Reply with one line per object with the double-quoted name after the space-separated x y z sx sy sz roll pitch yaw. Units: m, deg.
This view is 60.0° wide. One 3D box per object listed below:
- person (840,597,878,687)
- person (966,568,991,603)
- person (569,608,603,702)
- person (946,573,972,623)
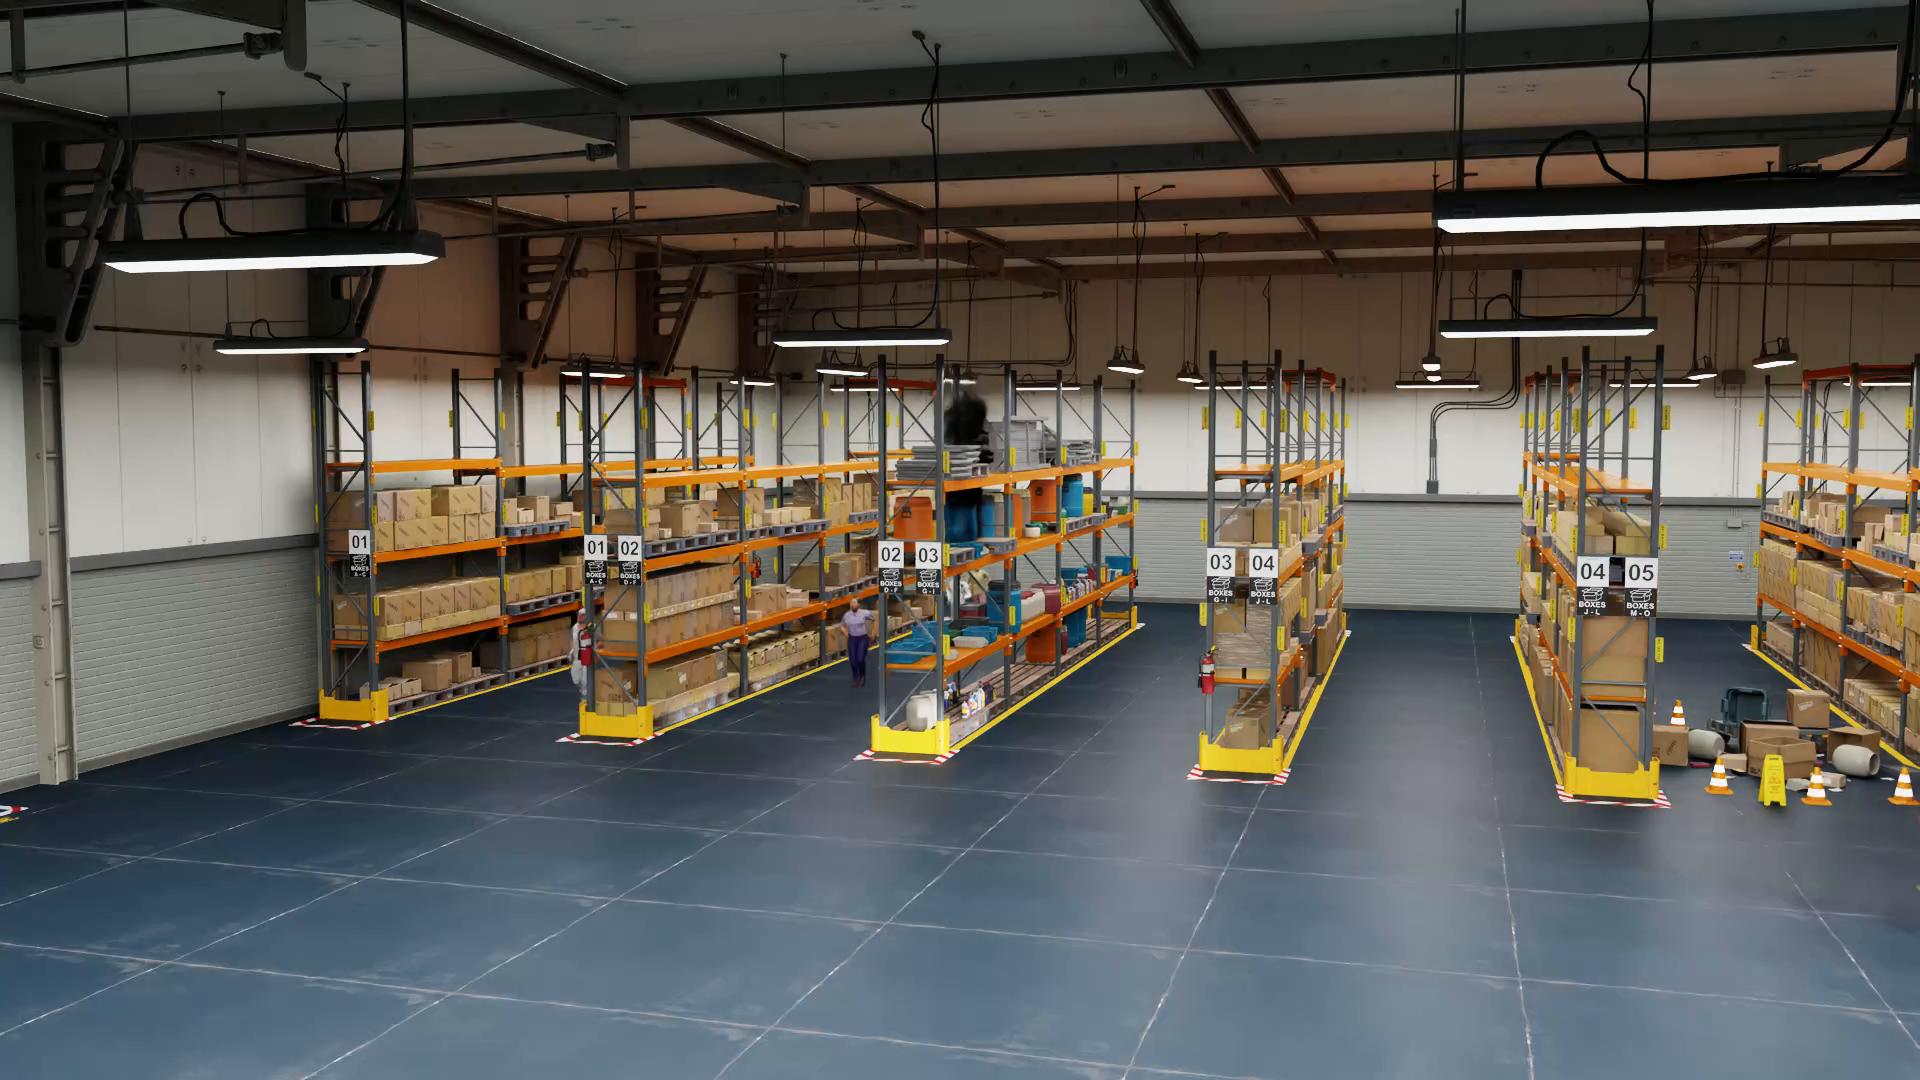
-1.801 1.817 29.355 0.628 1.626 0.697 1 4 12 "person"
0.422 1.321 40.051 0.605 1.677 0.610 0 4 5 "person"
-6.538 2.062 28.997 0.645 1.751 0.631 1 4 13 "person"
-0.043 1.487 37.395 0.617 1.702 0.923 1 4 9 "person"
